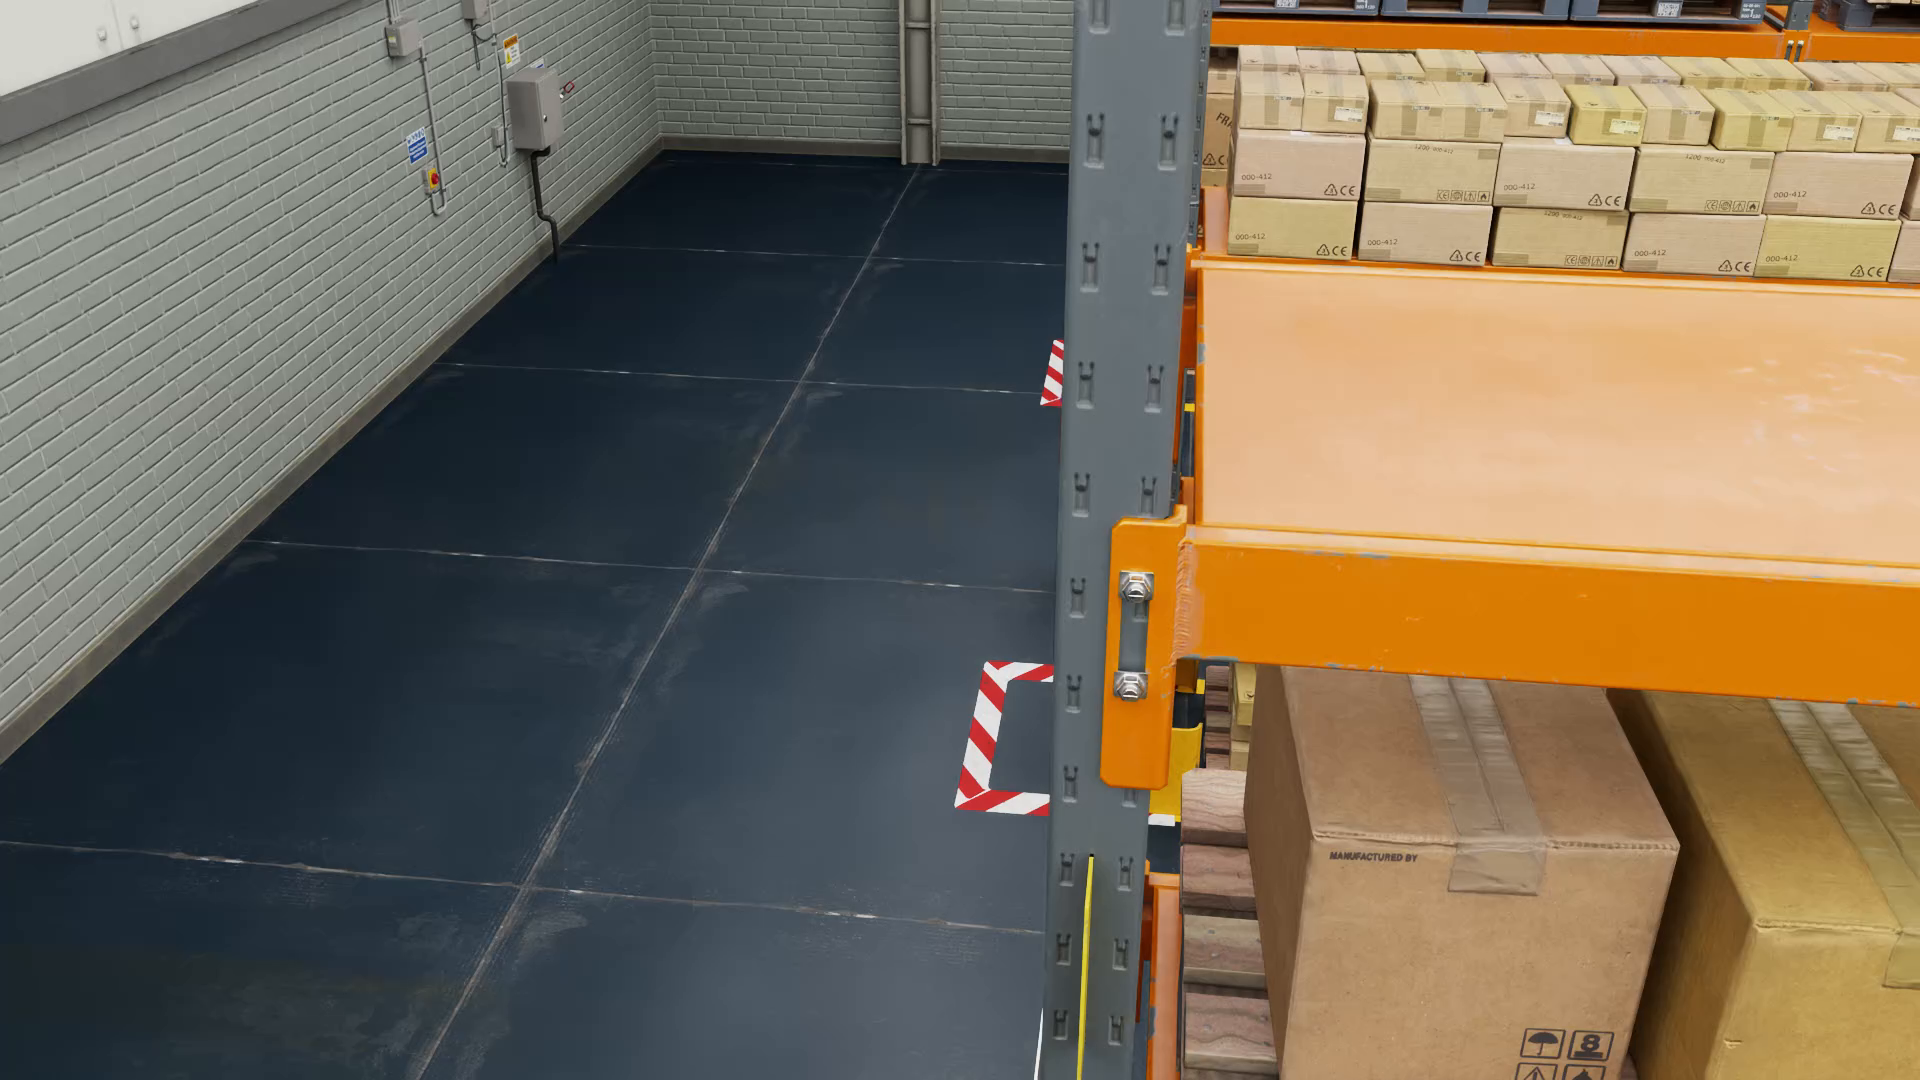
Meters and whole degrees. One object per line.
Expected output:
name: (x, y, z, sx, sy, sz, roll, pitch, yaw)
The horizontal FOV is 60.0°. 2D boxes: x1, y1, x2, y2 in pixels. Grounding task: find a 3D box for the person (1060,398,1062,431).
person: (0.861, -0.523, 9.669, 0.562, 1.767, 0.359, 4, 28, 7)
